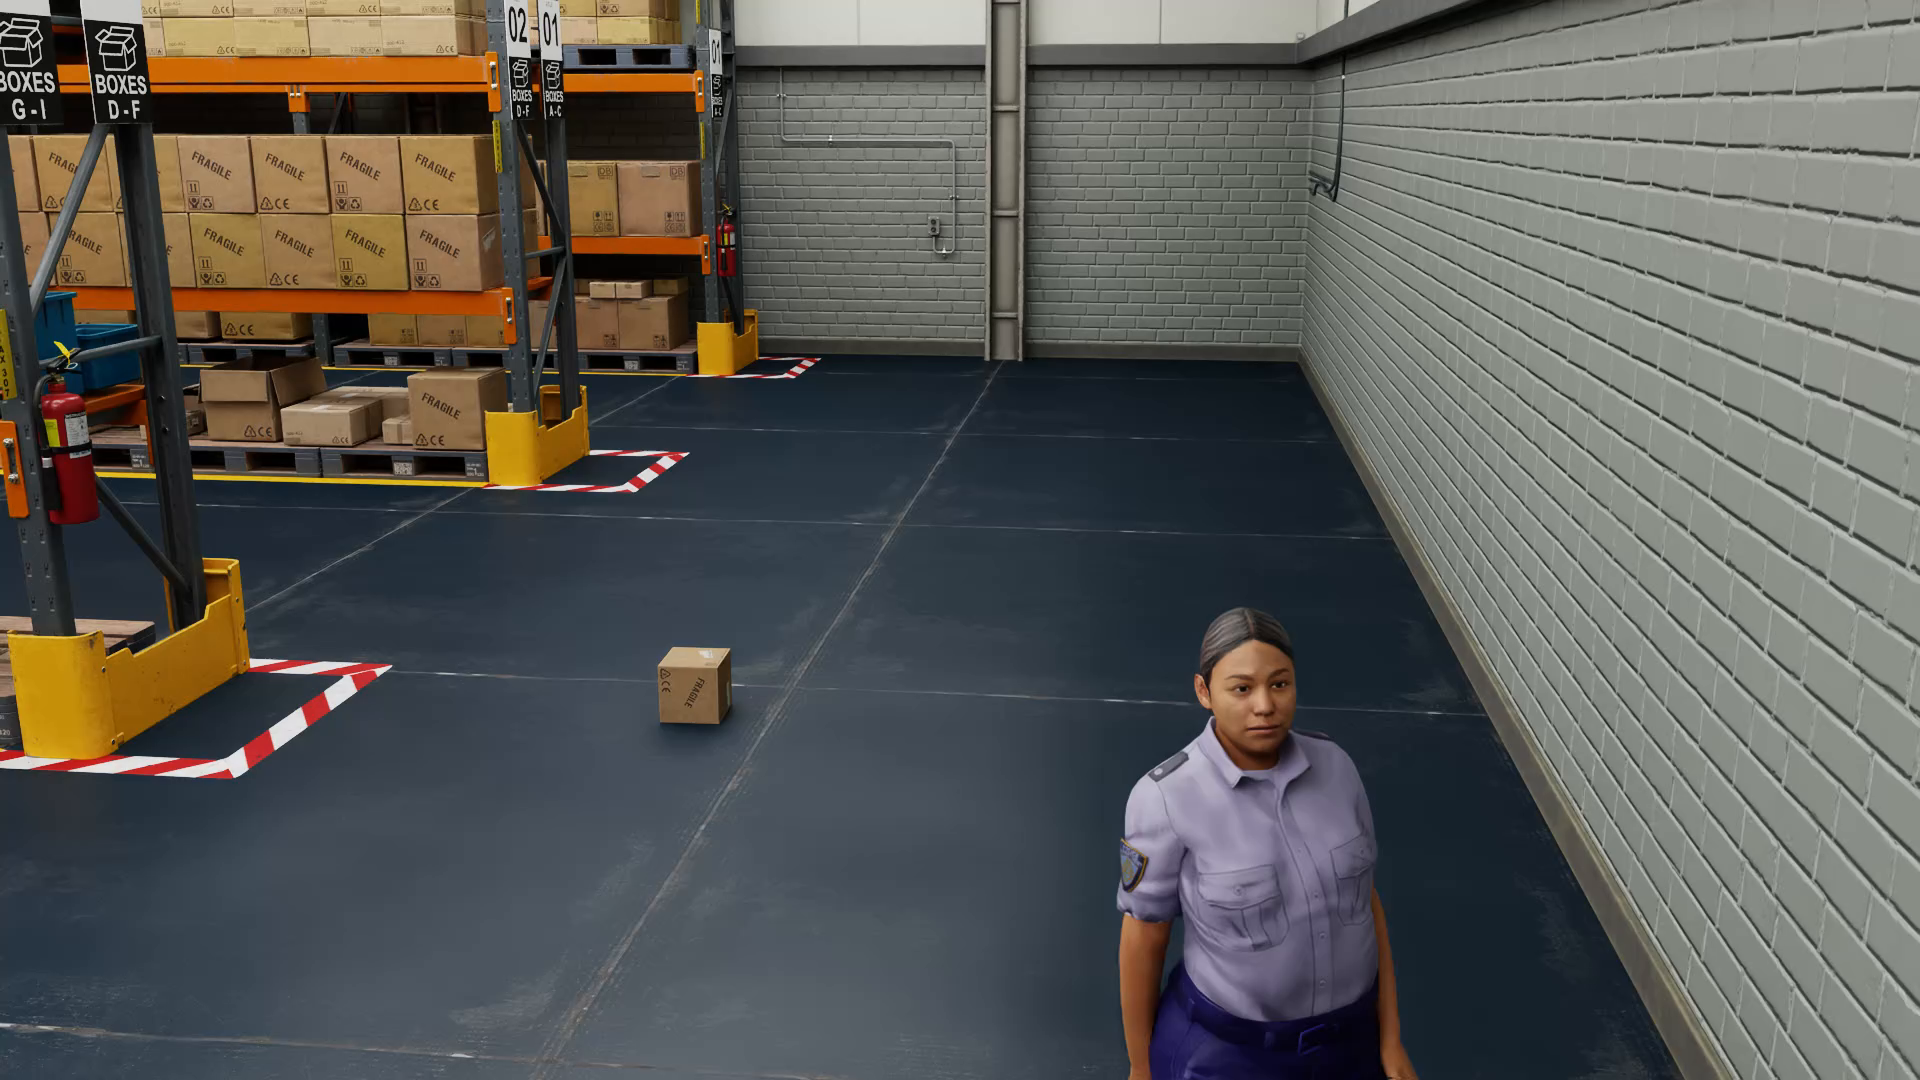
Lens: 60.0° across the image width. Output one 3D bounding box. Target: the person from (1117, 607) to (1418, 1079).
[{"bbox_3d":[0.559,0.917,2.949,0.498,1.614,0.837,-6,16,-23],"label":"person"}]
